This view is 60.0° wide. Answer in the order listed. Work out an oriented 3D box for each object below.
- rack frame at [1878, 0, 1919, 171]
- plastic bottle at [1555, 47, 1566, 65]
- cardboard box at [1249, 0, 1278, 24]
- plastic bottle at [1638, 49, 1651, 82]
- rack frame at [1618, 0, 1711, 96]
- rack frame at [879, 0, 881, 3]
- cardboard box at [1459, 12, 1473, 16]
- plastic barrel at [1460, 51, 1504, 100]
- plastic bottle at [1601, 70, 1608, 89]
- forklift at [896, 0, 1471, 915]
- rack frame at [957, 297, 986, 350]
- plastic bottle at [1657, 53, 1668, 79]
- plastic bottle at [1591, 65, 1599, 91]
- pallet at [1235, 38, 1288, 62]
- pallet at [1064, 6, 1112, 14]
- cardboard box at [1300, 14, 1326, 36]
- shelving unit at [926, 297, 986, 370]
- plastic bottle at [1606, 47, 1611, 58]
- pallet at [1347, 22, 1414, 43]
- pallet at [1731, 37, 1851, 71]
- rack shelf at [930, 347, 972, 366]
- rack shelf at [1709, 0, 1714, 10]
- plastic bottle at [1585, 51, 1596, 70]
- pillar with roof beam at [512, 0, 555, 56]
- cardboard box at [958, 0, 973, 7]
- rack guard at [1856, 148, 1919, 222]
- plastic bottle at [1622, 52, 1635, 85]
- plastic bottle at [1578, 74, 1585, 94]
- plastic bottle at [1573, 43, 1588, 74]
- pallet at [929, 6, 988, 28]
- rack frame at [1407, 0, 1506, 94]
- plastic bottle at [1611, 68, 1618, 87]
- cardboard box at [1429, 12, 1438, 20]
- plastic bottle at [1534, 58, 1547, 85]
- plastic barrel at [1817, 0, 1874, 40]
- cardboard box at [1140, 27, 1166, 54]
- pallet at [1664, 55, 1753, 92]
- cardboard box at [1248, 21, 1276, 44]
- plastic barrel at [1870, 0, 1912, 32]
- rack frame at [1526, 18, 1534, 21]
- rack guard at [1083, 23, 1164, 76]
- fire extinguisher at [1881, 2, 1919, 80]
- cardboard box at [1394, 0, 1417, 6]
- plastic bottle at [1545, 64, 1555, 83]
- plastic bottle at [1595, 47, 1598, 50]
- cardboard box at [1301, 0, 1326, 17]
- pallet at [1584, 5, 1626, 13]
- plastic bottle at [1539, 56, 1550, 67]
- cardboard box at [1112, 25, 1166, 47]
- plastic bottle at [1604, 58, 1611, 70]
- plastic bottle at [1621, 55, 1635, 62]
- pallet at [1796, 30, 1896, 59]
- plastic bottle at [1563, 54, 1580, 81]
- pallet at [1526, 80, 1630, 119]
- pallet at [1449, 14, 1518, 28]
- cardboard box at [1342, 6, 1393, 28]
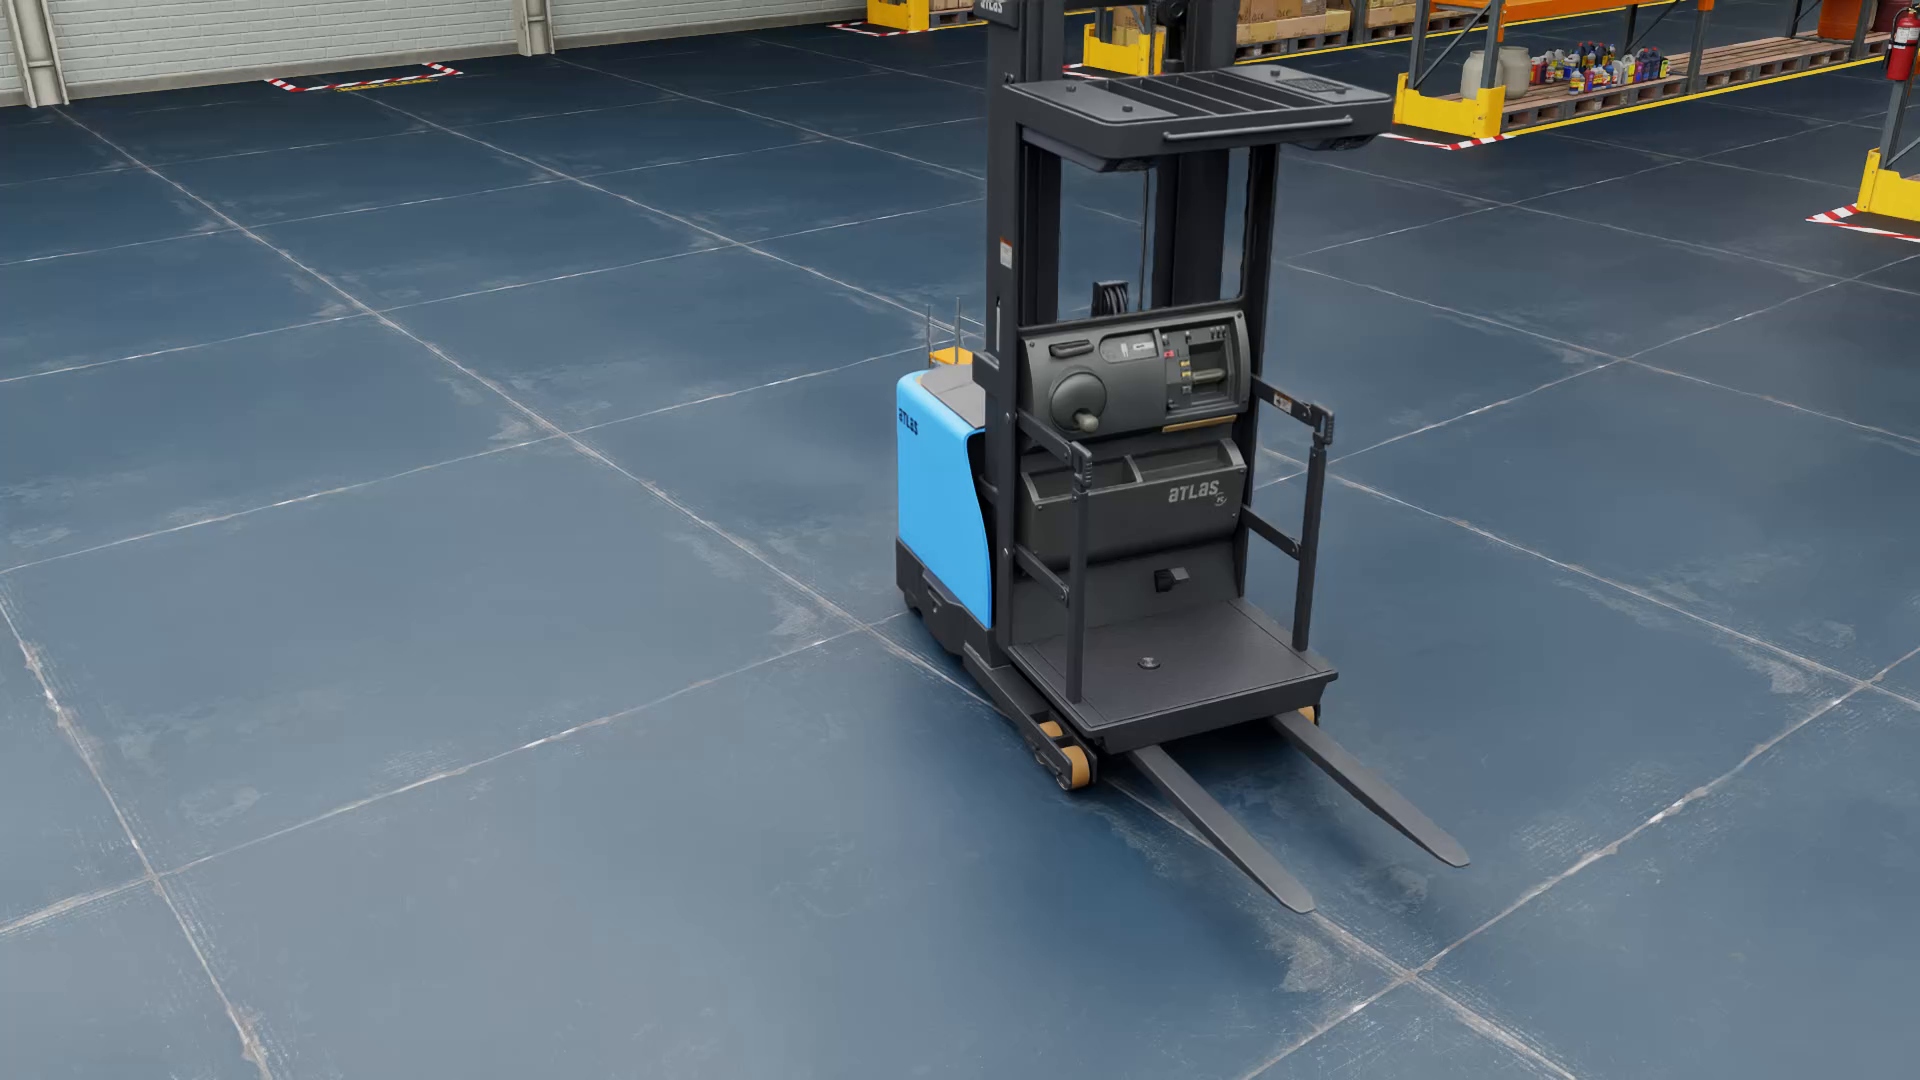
[{"bbox_3d":[8.188,-4.063,13.442,0.127,3.000,1.000,-18,31,-34],"label":"rack frame"},{"bbox_3d":[6.905,-5.509,19.182,0.185,0.351,0.144,-19,31,-34],"label":"plastic bottle"},{"bbox_3d":[3.819,-7.084,21.827,0.500,0.500,0.500,-18,31,-34],"label":"cardboard box"},{"bbox_3d":[7.799,-5.428,19.008,0.185,0.351,0.144,-20,32,-37],"label":"plastic bottle"},{"bbox_3d":[8.279,-6.743,19.216,0.127,3.000,1.000,-18,31,-34],"label":"rack frame"},{"bbox_3d":[-0.982,-8.986,24.049,0.127,3.000,1.000,-18,31,-34],"label":"rack frame"},{"bbox_3d":[7.309,-7.885,24.444,0.500,0.250,0.500,-17,30,-33],"label":"cardboard box"},{"bbox_3d":[5.602,-4.962,17.836,0.421,0.512,0.421,0,25,0],"label":"plastic barrel"},{"bbox_3d":[7.177,-5.143,18.569,0.097,0.201,0.097,0,25,0],"label":"plastic bottle"},{"bbox_3d":[0.762,-0.598,6.057,1.130,2.935,3.031,-10,27,-21],"label":"forklift"},{"bbox_3d":[0.061,-0.564,8.041,0.006,1.200,0.240,-18,31,-34],"label":"rack frame"},{"bbox_3d":[8.104,-5.476,19.191,0.133,0.283,0.061,-17,30,-32],"label":"plastic bottle"},{"bbox_3d":[7.020,-5.123,18.443,0.097,0.271,0.097,0,25,0],"label":"plastic bottle"},{"bbox_3d":[3.613,-6.609,22.239,1.213,0.211,1.003,-18,31,-34],"label":"pallet"},{"bbox_3d":[1.659,-8.574,26.474,1.213,0.211,1.003,-18,31,-34],"label":"pallet"},{"bbox_3d":[4.596,-7.009,22.556,0.500,0.250,0.500,-18,31,-34],"label":"cardboard box"},{"bbox_3d":[-0.011,-0.540,7.989,0.189,1.200,0.258,-18,31,-34],"label":"shelving unit"},{"bbox_3d":[7.586,-5.645,19.554,0.133,0.283,0.061,-18,31,-34],"label":"plastic bottle"},{"bbox_3d":[5.781,-7.324,23.781,1.213,0.211,1.003,-18,31,-34],"label":"pallet"},{"bbox_3d":[10.793,-6.329,21.636,1.213,0.211,1.003,-18,31,-34],"label":"pallet"},{"bbox_3d":[-0.011,-0.827,7.856,0.180,0.103,0.258,-18,31,-34],"label":"rack shelf"},{"bbox_3d":[9.853,-6.936,20.487,4.000,0.370,1.077,-18,31,-34],"label":"rack shelf"},{"bbox_3d":[7.348,-5.555,19.375,0.097,0.271,0.097,0,25,0],"label":"plastic bottle"},{"bbox_3d":[-3.030,-9.191,17.364,0.400,9.000,9.100,-18,31,-34],"label":"pillar with roof beam"},{"bbox_3d":[0.067,-8.264,25.164,0.500,0.311,0.500,-15,29,-30],"label":"cardboard box"},{"bbox_3d":[8.247,-2.949,14.011,0.348,0.500,1.175,-18,31,-34],"label":"rack guard"},{"bbox_3d":[7.545,-5.345,18.827,0.185,0.351,0.144,-18,31,-34],"label":"plastic bottle"},{"bbox_3d":[6.832,-5.029,18.324,0.097,0.201,0.097,0,25,0],"label":"plastic bottle"},{"bbox_3d":[7.239,-5.620,19.420,0.185,0.351,0.144,-20,31,-36],"label":"plastic bottle"},{"bbox_3d":[-0.261,-7.940,25.108,1.213,0.211,1.003,-18,31,-34],"label":"pallet"},{"bbox_3d":[5.131,-5.704,16.977,0.127,3.000,1.000,-18,31,-34],"label":"rack frame"},{"bbox_3d":[7.339,-5.196,18.684,0.097,0.201,0.097,0,25,0],"label":"plastic bottle"},{"bbox_3d":[6.505,-7.619,23.870,0.500,0.250,0.500,-19,31,-36],"label":"cardboard box"},{"bbox_3d":[6.587,-5.315,18.843,0.133,0.283,0.061,-18,31,-34],"label":"plastic bottle"},{"bbox_3d":[11.801,-7.121,22.109,0.708,0.830,0.600,-18,31,-34],"label":"plastic barrel"},{"bbox_3d":[2.637,-6.355,21.147,0.500,0.250,0.500,-18,31,-34],"label":"cardboard box"},{"bbox_3d":[8.873,-5.695,20.270,1.213,0.211,1.003,-18,31,-34],"label":"pallet"},{"bbox_3d":[3.818,-6.744,21.985,0.500,0.250,0.500,-18,31,-34],"label":"cardboard box"},{"bbox_3d":[12.690,-7.305,22.792,0.708,0.588,0.600,-18,31,-34],"label":"plastic barrel"},{"bbox_3d":[8.373,-9.424,24.993,0.127,3.000,1.000,-18,31,-34],"label":"rack frame"},{"bbox_3d":[2.059,-6.206,21.028,0.348,0.500,1.175,-18,31,-34],"label":"rack guard"},{"bbox_3d":[7.813,-4.151,13.723,0.183,0.674,0.296,-18,31,-34],"label":"fire extinguisher"},{"bbox_3d":[6.101,-7.736,23.456,0.500,0.311,0.500,-19,31,-35],"label":"cardboard box"},{"bbox_3d":[6.722,-5.313,18.935,0.097,0.201,0.097,0,25,0],"label":"plastic bottle"},{"bbox_3d":[7.520,-5.677,19.631,0.135,0.276,0.152,-17,30,-32],"label":"plastic bottle"},{"bbox_3d":[4.595,-7.349,22.399,0.500,0.500,0.500,-18,31,-34],"label":"cardboard box"},{"bbox_3d":[9.943,-8.656,26.650,1.213,0.211,1.003,-18,31,-34],"label":"pallet"},{"bbox_3d":[6.630,-5.383,18.998,0.135,0.276,0.152,-19,31,-35],"label":"plastic bottle"},{"bbox_3d":[2.317,-6.526,21.517,0.500,0.250,0.500,-18,31,-34],"label":"cardboard box"},{"bbox_3d":[7.348,-5.308,18.829,0.133,0.283,0.061,-18,31,-34],"label":"plastic bottle"},{"bbox_3d":[7.688,-5.437,19.115,0.135,0.276,0.152,-18,31,-34],"label":"plastic bottle"},{"bbox_3d":[12.021,-6.736,22.513,1.213,0.211,1.003,-18,31,-34],"label":"pallet"},{"bbox_3d":[7.016,-5.433,19.106,0.135,0.276,0.152,-18,31,-34],"label":"plastic bottle"},{"bbox_3d":[6.764,-4.999,18.770,1.213,0.211,1.003,-18,31,-34],"label":"pallet"},{"bbox_3d":[7.701,-7.958,25.147,1.213,0.211,1.003,-18,31,-34],"label":"pallet"},{"bbox_3d":[5.696,-7.351,23.293,0.500,0.250,0.500,-19,31,-35],"label":"cardboard box"}]
